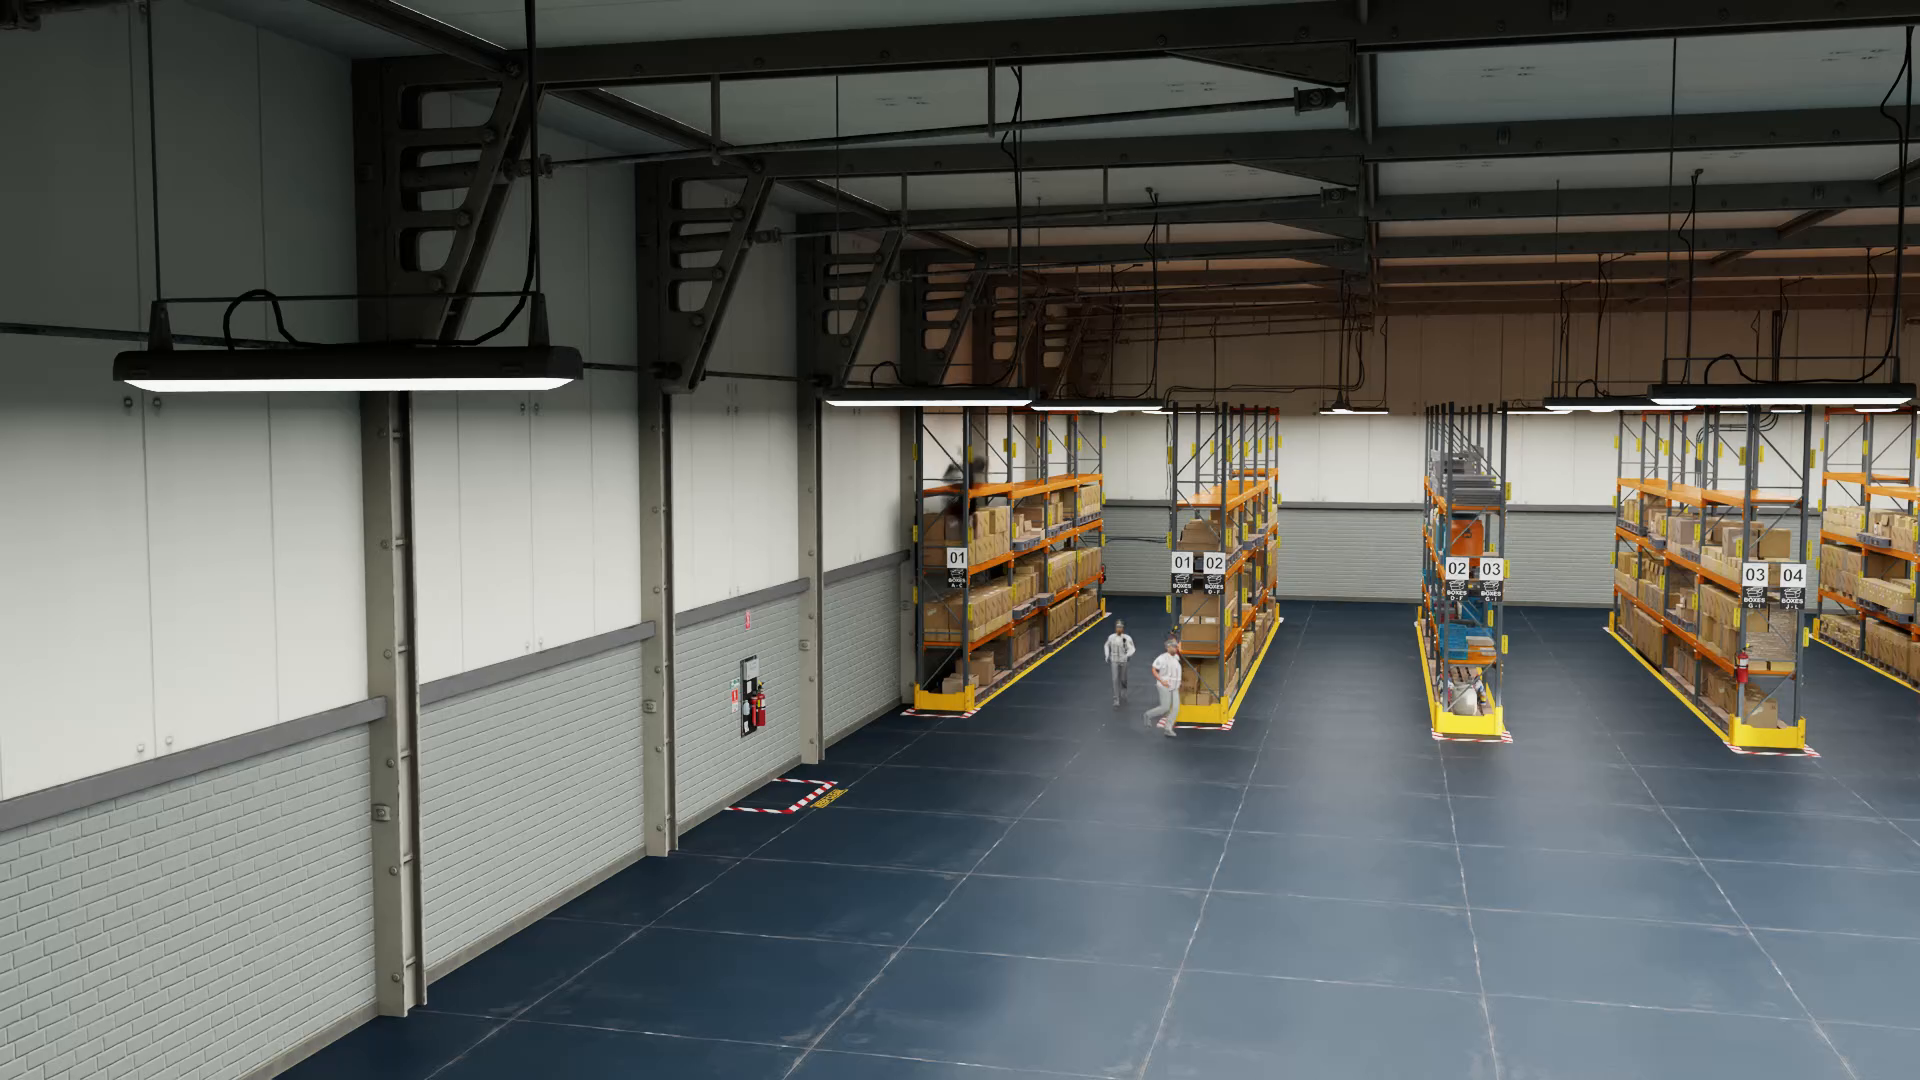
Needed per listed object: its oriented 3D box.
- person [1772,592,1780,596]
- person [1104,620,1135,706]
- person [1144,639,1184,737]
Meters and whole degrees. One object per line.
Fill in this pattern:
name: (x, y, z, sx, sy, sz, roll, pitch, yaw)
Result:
person: (20.913, 1.694, 43.027, 0.696, 1.752, 0.843, 3, 5, 34)
person: (3.174, 2.426, 33.159, 0.642, 1.671, 0.857, 1, 4, 11)
person: (3.787, 2.642, 30.090, 0.715, 1.722, 0.769, -3, 5, -39)
